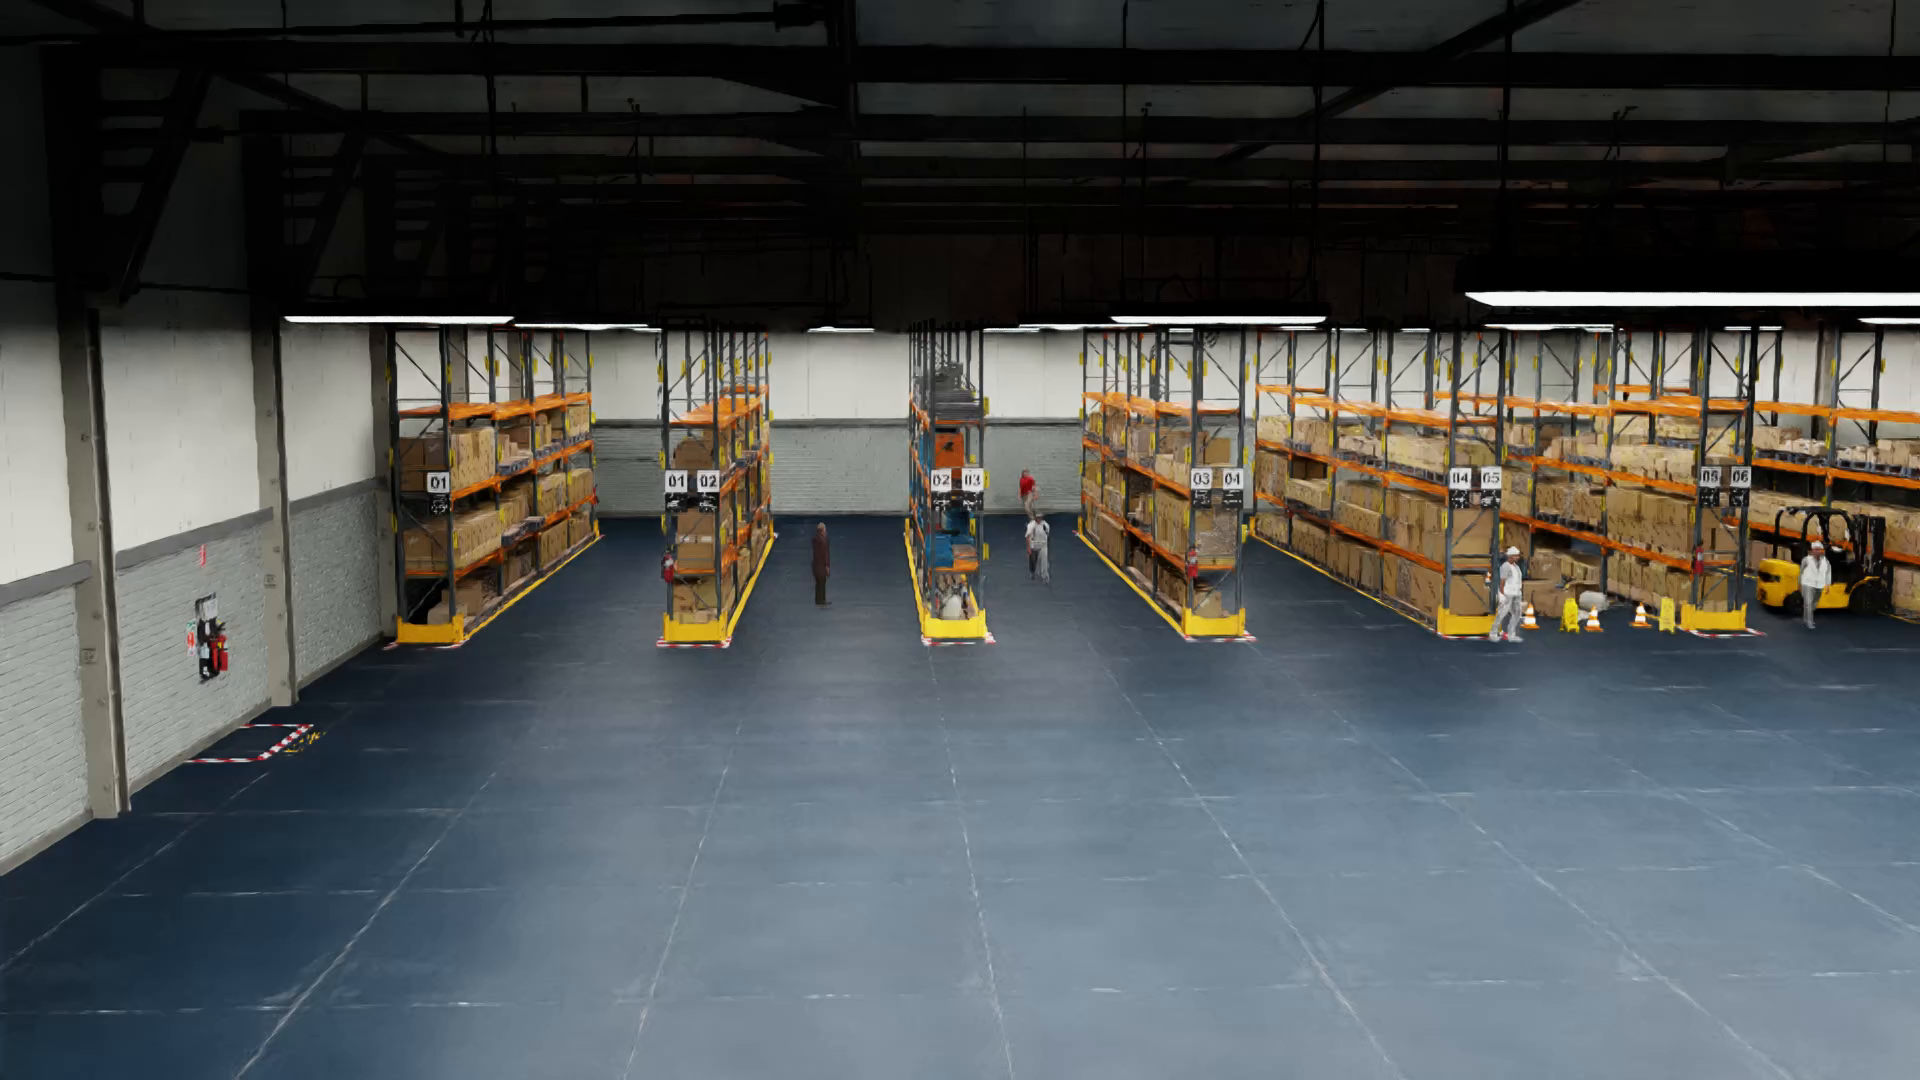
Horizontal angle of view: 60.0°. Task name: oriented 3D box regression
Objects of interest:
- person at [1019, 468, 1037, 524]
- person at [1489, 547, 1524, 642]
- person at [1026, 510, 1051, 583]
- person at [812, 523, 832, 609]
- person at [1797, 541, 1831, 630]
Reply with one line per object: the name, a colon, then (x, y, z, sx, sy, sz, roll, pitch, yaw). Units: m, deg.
person: (2.060, -1.310, 50.022, 0.486, 1.729, 0.661, -6, 9, -38)
person: (10.222, 1.023, 31.051, 0.498, 1.775, 0.645, 6, 10, 42)
person: (1.801, 0.127, 38.421, 0.547, 1.672, 1.115, -1, 7, -5)
person: (-2.857, 0.527, 34.798, 0.520, 1.788, 0.656, -4, 8, -31)
person: (16.651, 0.844, 32.392, 0.539, 1.665, 1.031, 1, 7, 5)
